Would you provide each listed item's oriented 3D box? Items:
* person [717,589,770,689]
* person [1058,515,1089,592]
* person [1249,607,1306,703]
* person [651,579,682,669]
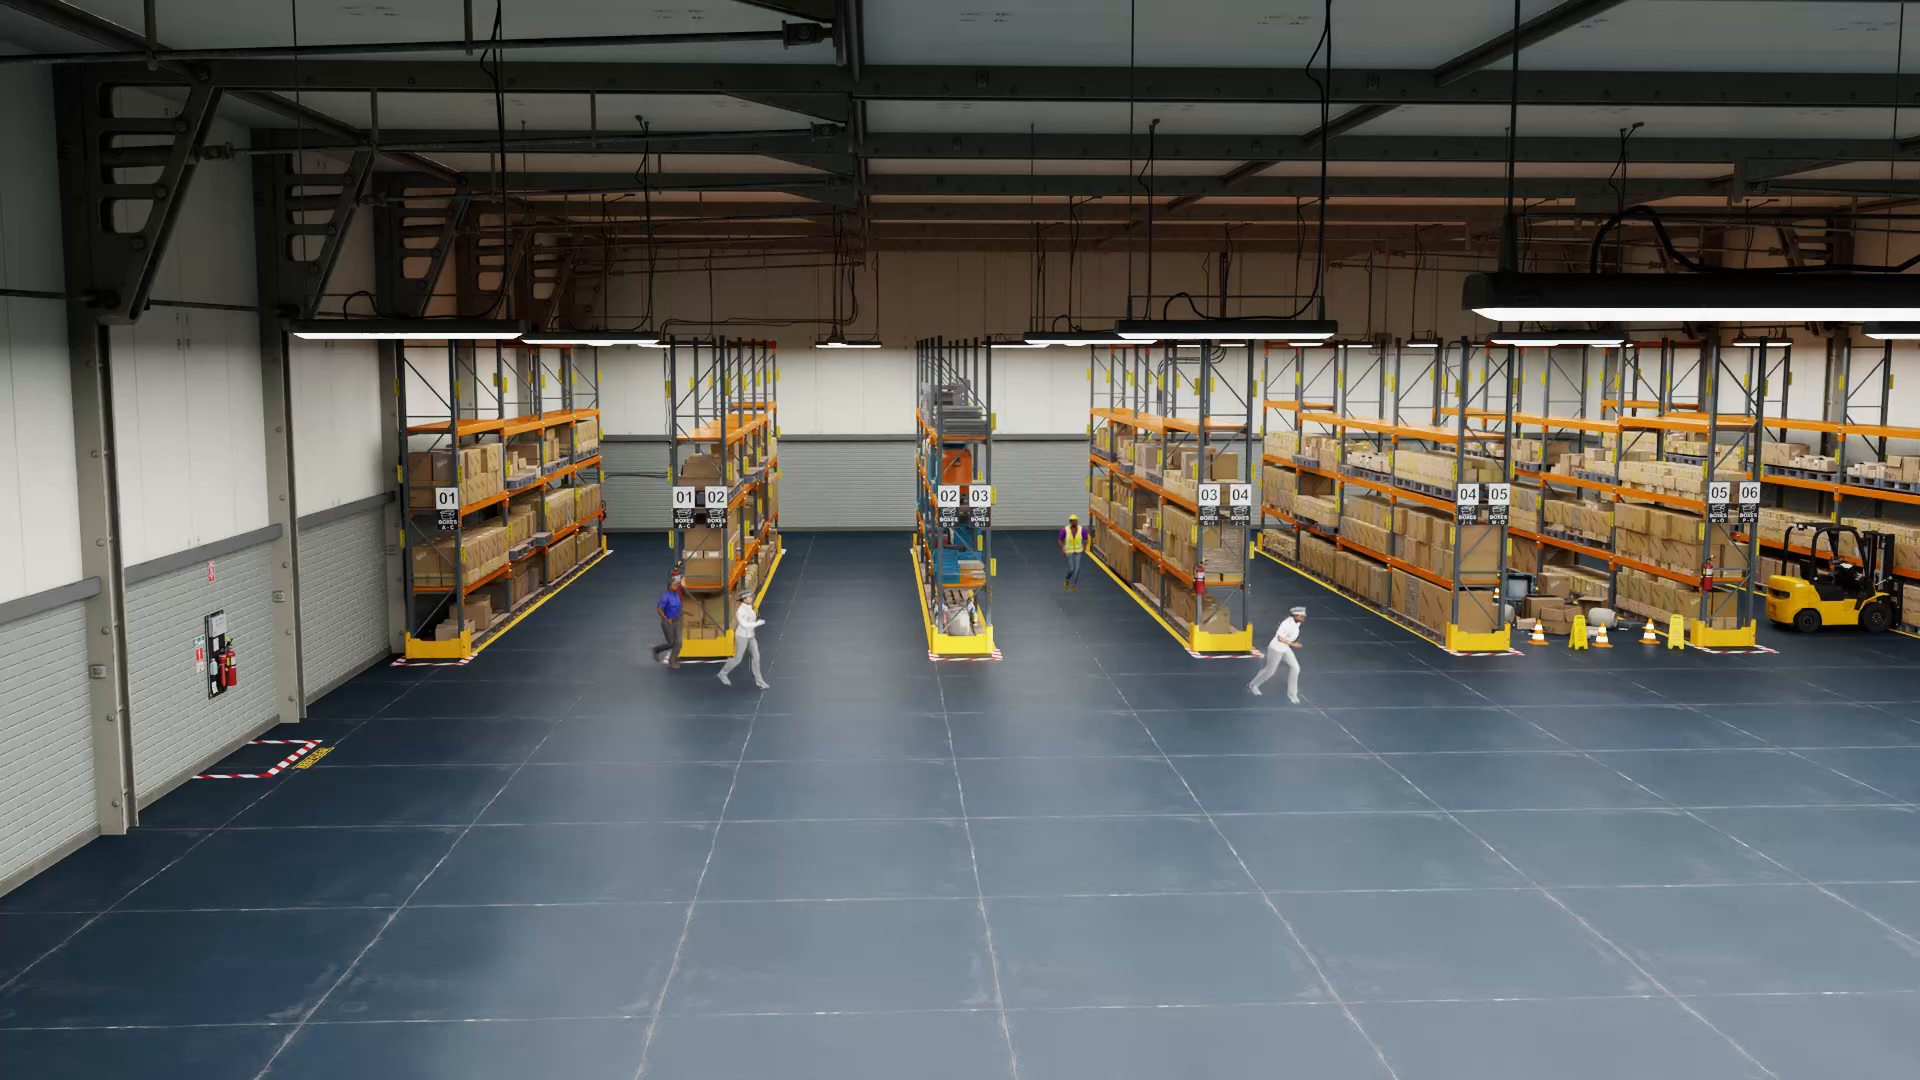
[{"bbox_3d":[-3.667,1.664,28.168,0.919,1.702,0.597,2,7,14],"label":"person"},{"bbox_3d":[2.591,0.294,37.709,0.690,1.741,0.573,-1,7,-5],"label":"person"},{"bbox_3d":[5.210,1.871,27.329,0.983,1.623,0.582,5,8,35],"label":"person"},{"bbox_3d":[-5.304,1.507,30.194,0.606,1.624,0.611,3,7,28],"label":"person"}]
